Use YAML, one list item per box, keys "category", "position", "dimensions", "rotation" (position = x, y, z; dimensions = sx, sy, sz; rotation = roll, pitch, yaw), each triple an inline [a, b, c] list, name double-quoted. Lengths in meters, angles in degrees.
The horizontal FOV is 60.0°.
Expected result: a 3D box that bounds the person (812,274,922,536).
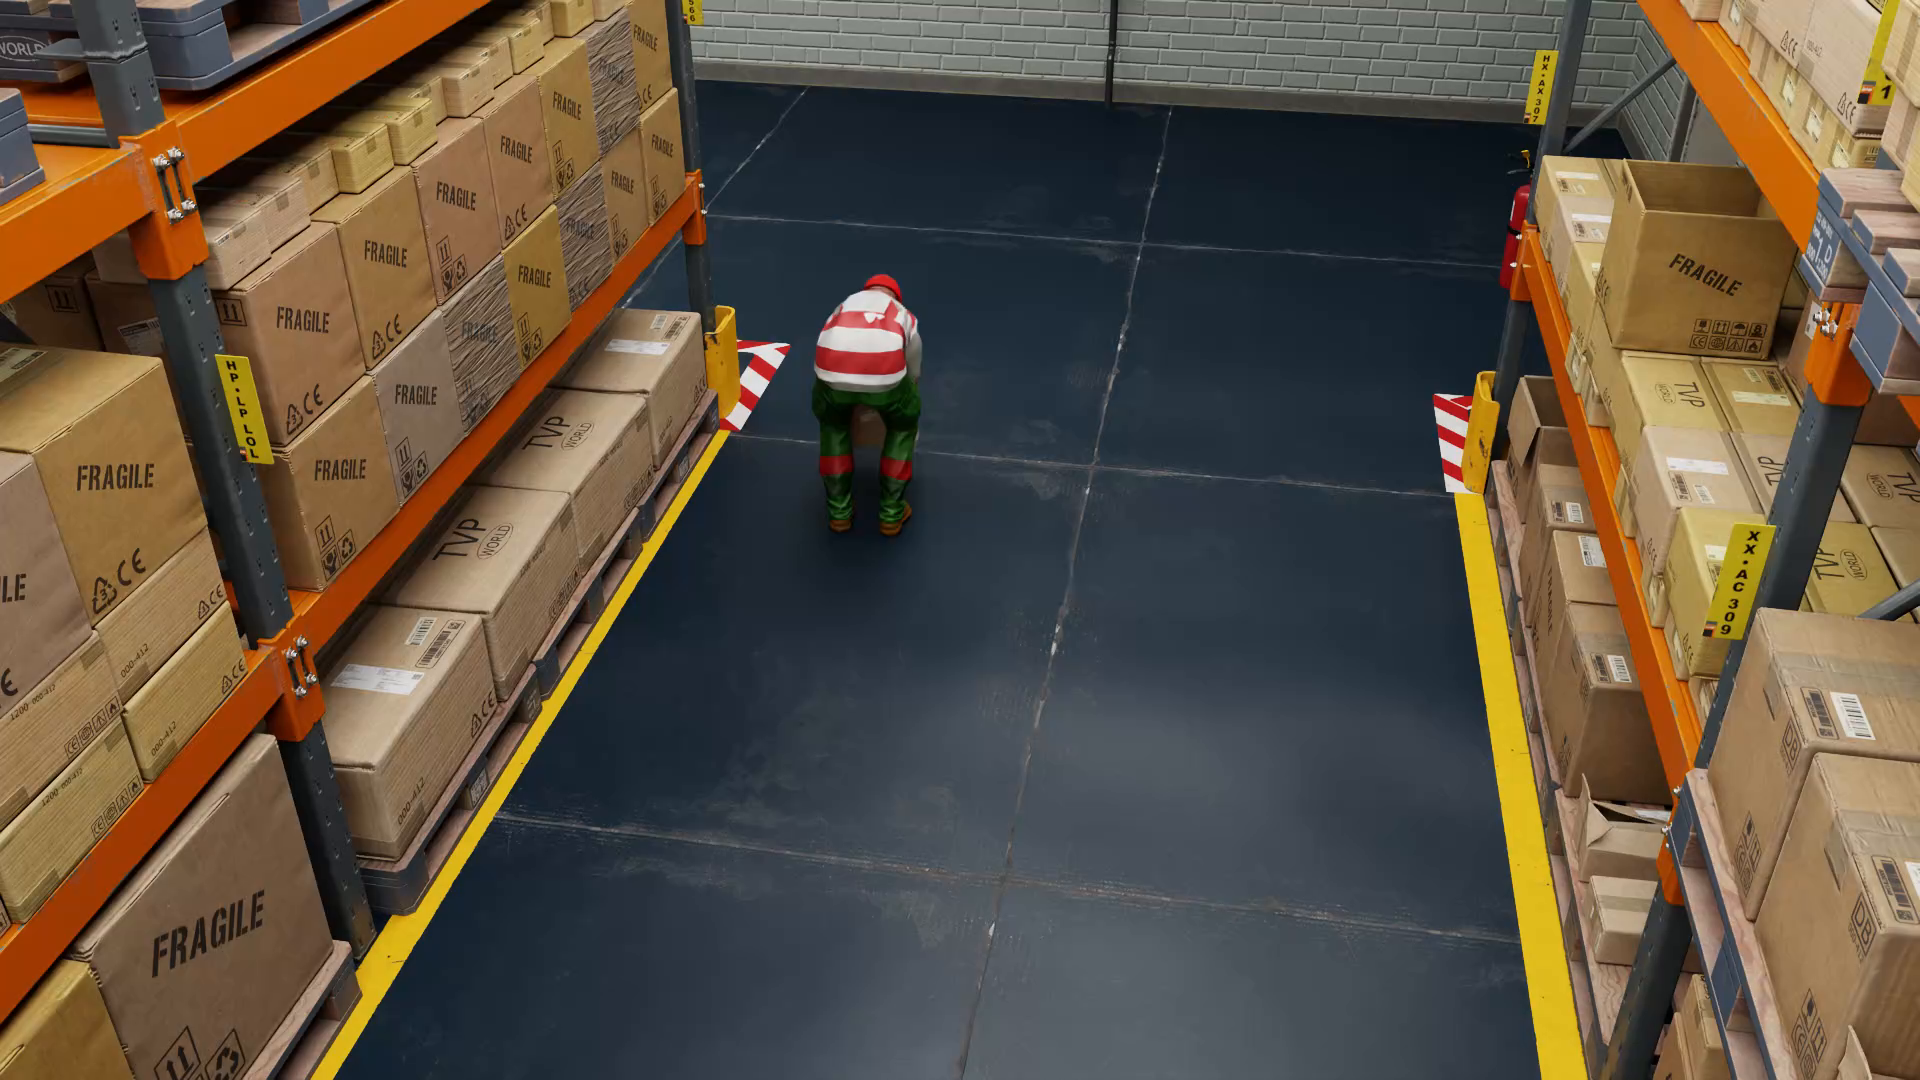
- category: "person"
  position: [-0.416, -0.666, 7.835]
  dimensions: [0.511, 1.083, 0.965]
  rotation: [3, 32, 5]
